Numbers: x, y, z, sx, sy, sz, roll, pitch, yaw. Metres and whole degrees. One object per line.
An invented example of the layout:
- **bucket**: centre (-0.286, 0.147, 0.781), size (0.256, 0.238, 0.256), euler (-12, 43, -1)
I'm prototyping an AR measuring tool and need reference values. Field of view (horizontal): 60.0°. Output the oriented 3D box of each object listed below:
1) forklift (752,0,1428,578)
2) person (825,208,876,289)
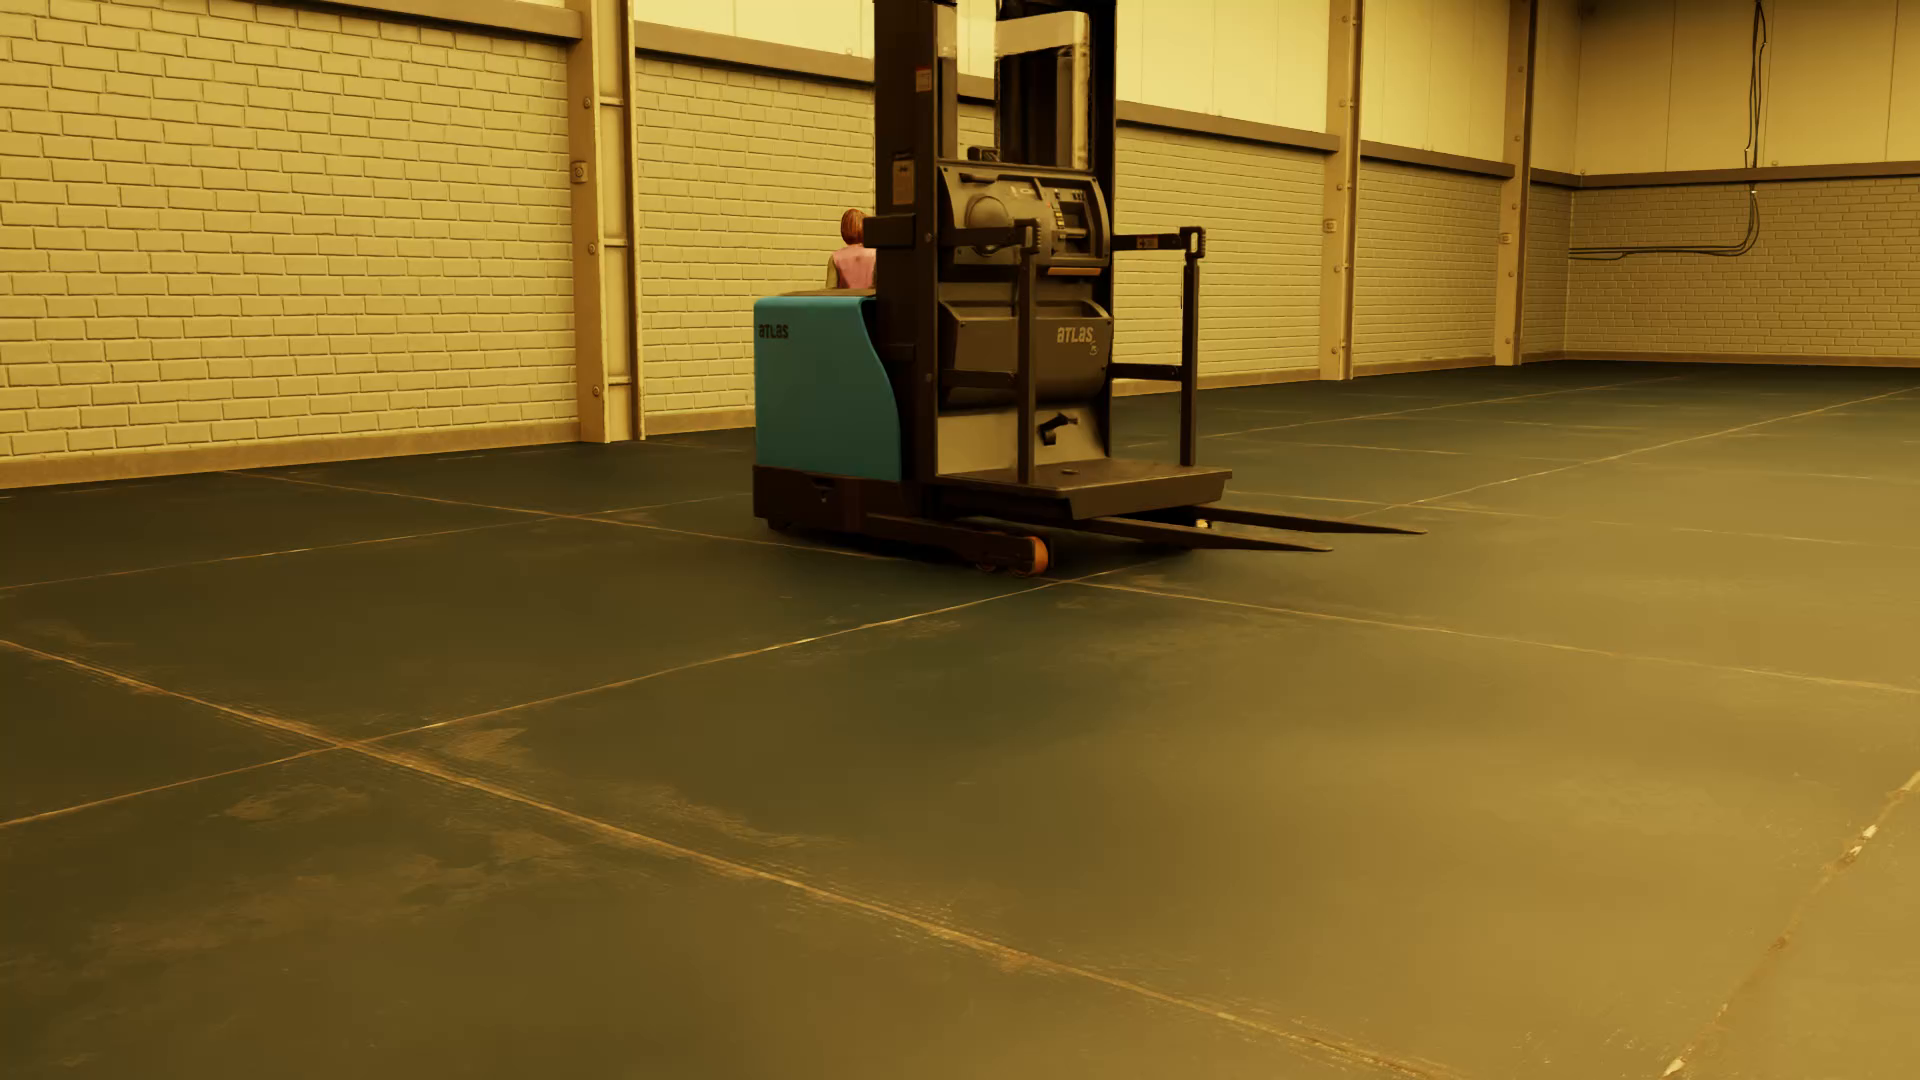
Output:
- **forklift**: centre (0.426, -1.387, 6.760), size (1.130, 2.935, 3.031), euler (-8, 11, -43)
- **person**: centre (-0.622, -1.243, 10.339), size (0.520, 1.597, 0.474), euler (-1, 8, -10)
